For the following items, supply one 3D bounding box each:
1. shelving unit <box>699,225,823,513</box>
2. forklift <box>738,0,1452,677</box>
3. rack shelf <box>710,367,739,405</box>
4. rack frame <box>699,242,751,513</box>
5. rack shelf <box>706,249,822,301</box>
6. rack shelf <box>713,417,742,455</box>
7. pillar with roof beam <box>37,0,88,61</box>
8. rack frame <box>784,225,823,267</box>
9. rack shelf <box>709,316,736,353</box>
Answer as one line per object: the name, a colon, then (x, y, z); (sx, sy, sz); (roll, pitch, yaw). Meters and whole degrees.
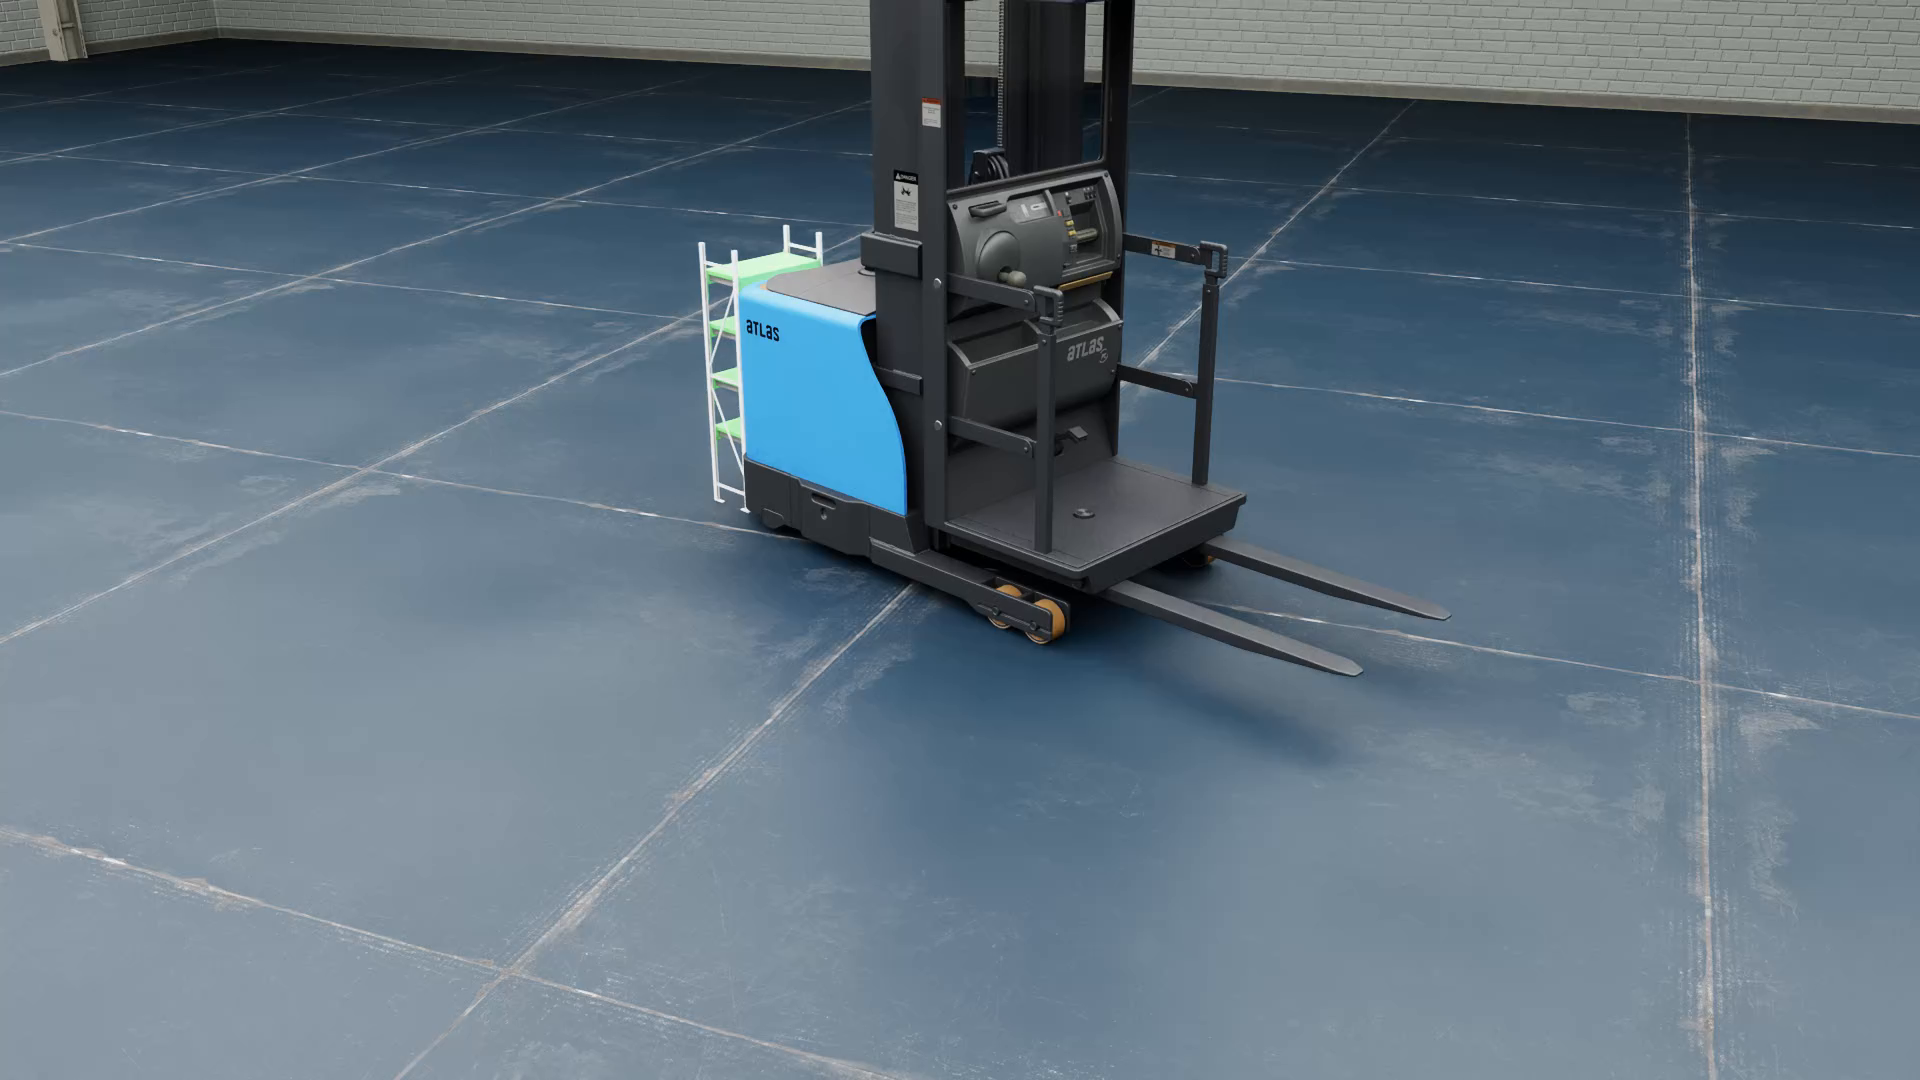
shelving unit: (-0.876, -0.777, 7.554); (0.258, 1.200, 0.503); (20, 30, 39)
forklift: (0.457, -1.185, 6.285); (3.031, 2.935, 1.130); (20, 30, 39)
rack shelf: (-0.876, -0.718, 7.578); (0.258, 0.148, 0.480); (20, 30, 39)
rack frame: (-1.042, -0.708, 7.389); (0.240, 1.200, 0.015); (20, 30, 39)
rack shelf: (-0.876, -1.161, 7.393); (0.258, 0.148, 0.480); (20, 30, 39)
rack shelf: (-0.876, -0.497, 7.671); (0.258, 0.148, 0.480); (20, 30, 39)
pillar with roof beam: (-8.652, -10.365, 20.389); (9.100, 9.000, 0.400); (9, 24, 20)
rack frame: (-0.710, -0.846, 7.718); (0.240, 1.200, 0.015); (20, 30, 39)
rack shelf: (-0.876, -0.940, 7.486); (0.258, 0.148, 0.480); (20, 30, 39)
